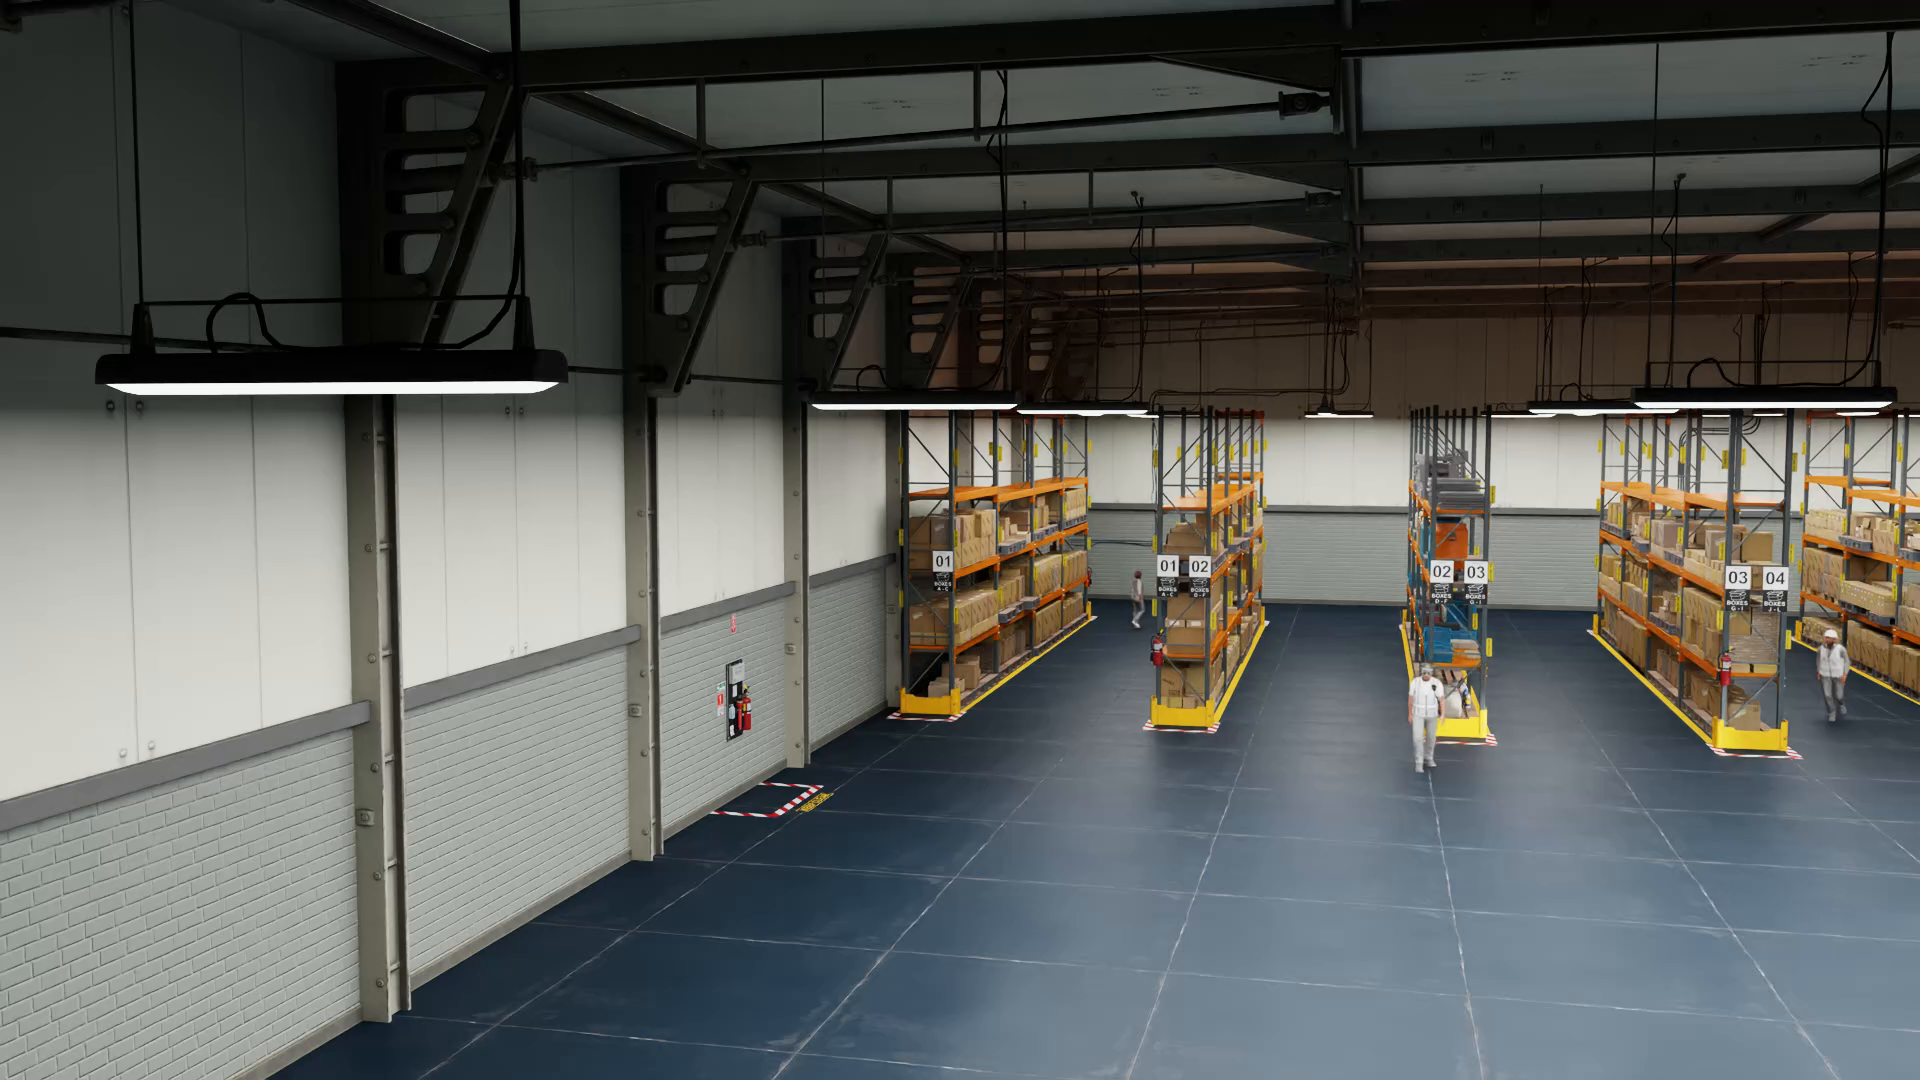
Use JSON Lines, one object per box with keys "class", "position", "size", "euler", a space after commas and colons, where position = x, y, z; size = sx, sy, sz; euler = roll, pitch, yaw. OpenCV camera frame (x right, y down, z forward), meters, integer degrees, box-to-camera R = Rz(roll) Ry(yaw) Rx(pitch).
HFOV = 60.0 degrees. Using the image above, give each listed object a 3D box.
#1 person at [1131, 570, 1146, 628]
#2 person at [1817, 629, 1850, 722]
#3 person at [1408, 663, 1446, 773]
{"class": "person", "position": [4.872, 1.641, 45.845], "size": [0.411, 1.591, 0.470], "euler": [-2, 4, -24]}
{"class": "person", "position": [16.685, 2.571, 31.780], "size": [0.573, 1.756, 0.620], "euler": [3, 5, 33]}
{"class": "person", "position": [7.667, 2.907, 27.314], "size": [0.583, 1.776, 0.656], "euler": [1, 4, 13]}
